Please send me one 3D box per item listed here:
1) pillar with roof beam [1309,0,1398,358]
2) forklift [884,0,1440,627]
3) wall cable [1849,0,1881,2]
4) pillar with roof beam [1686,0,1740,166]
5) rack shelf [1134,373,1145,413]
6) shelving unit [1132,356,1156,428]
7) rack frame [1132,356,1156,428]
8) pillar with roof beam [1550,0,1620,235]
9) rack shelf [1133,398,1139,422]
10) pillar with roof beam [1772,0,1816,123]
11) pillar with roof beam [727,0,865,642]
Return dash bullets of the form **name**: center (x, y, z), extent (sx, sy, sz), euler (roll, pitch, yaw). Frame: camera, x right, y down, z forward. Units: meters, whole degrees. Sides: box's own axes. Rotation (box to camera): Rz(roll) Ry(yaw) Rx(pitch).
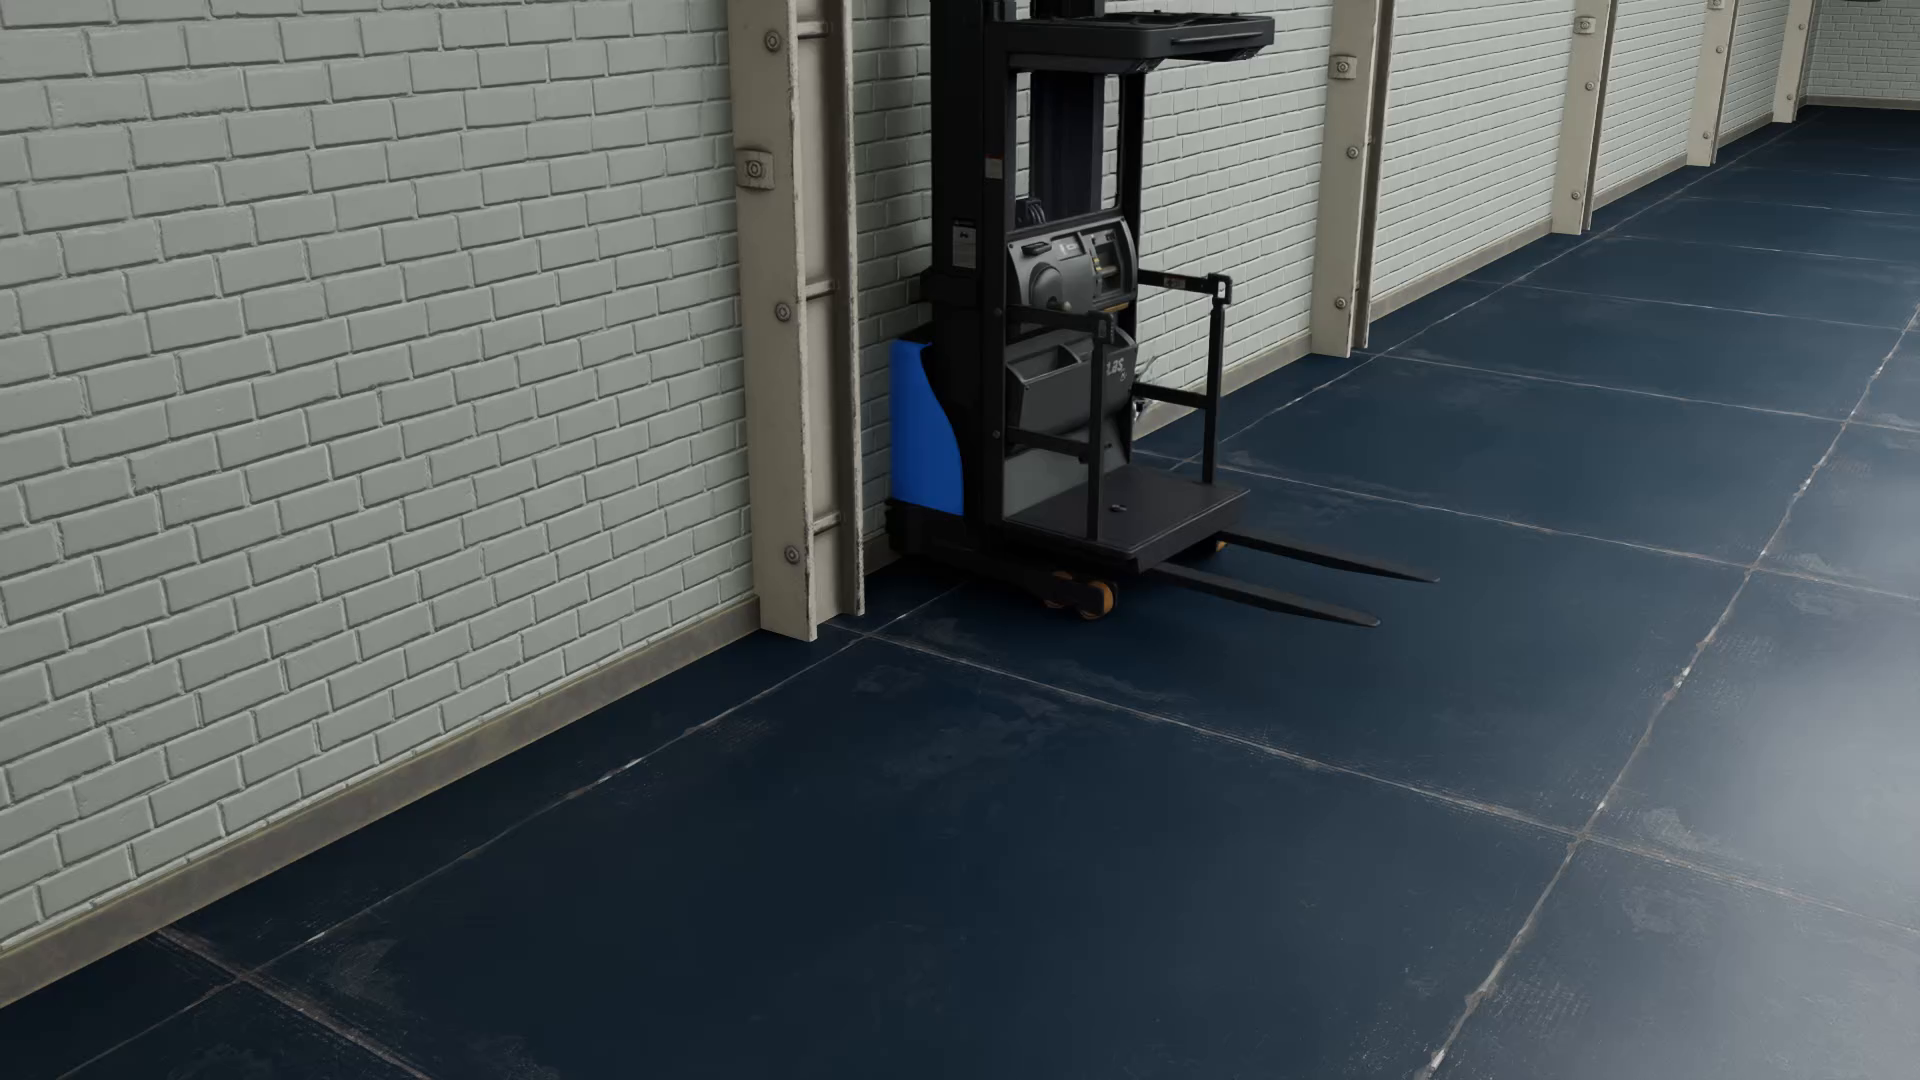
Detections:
- **pillar with roof beam**: center (6.276, -4.754, 8.146), extent (9.100, 9.000, 0.400), euler (13, 24, 32)
- **forklift**: center (0.679, -1.234, 7.377), extent (3.031, 2.935, 1.130), euler (15, 25, 35)
- **wall cable**: center (15.584, -9.889, 26.505), extent (3.097, 2.526, 0.112), euler (13, 24, 32)
- **pillar with roof beam**: center (13.022, -8.197, 17.454), extent (9.100, 9.000, 0.400), euler (13, 24, 32)
- **rack shelf**: center (0.924, -0.827, 9.319), extent (0.200, 0.258, 0.077), euler (13, 48, 32)
- **shelving unit**: center (0.801, -0.675, 9.184), extent (0.210, 0.258, 0.900), euler (13, 48, 32)
- **rack frame**: center (0.885, -0.656, 9.131), extent (0.006, 0.240, 0.900), euler (13, 48, 32)
- **pillar with roof beam**: center (9.649, -6.476, 12.800), extent (9.100, 9.000, 0.400), euler (13, 24, 32)
- **rack shelf**: center (0.877, -0.769, 9.268), extent (0.200, 0.258, 0.077), euler (13, 48, 32)
- **pillar with roof beam**: center (16.395, -9.919, 22.108), extent (9.100, 9.000, 0.400), euler (13, 24, 32)
- **pillar with roof beam**: center (2.903, -3.033, 3.492), extent (9.100, 9.000, 0.400), euler (13, 24, 32)
